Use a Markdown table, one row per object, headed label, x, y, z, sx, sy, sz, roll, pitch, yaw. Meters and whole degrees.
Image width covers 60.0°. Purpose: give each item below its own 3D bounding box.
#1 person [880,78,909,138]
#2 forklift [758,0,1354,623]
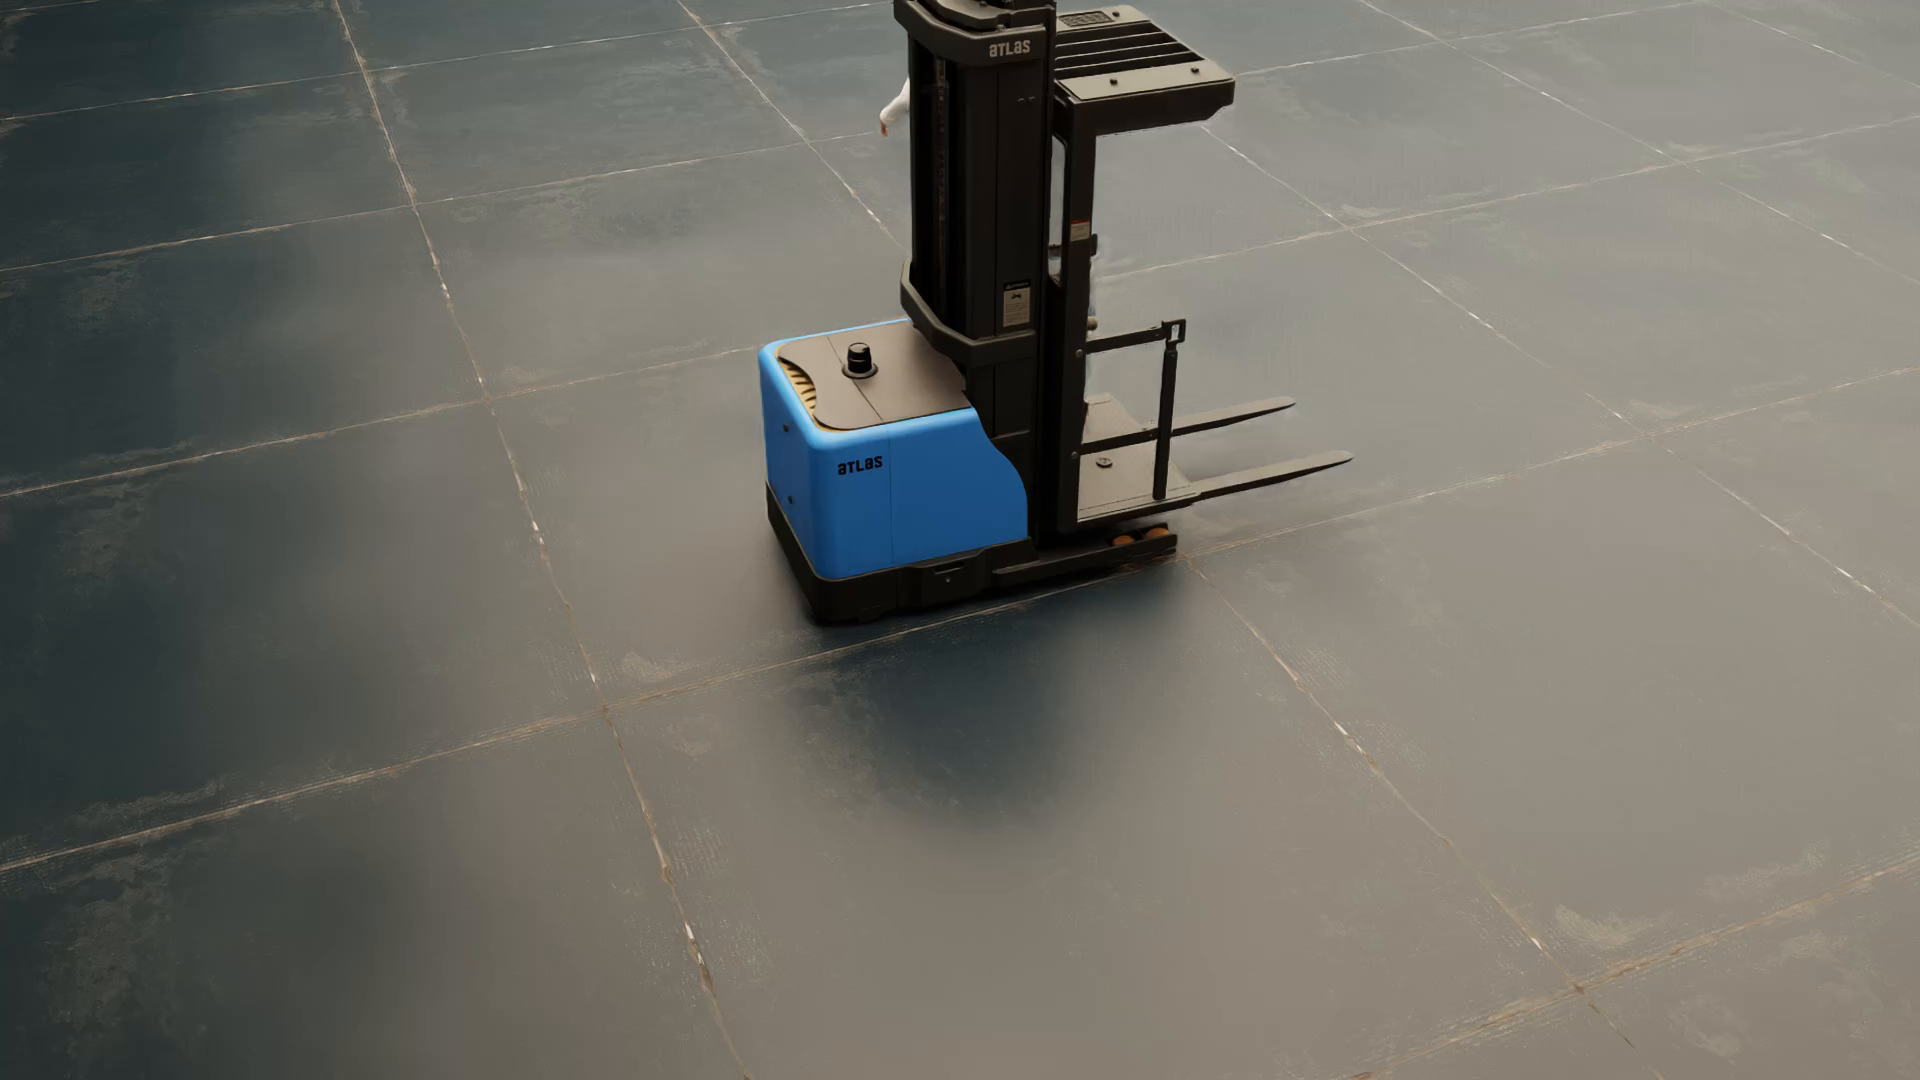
| label | x | y | z | sx | sy | sz | roll | pitch | yaw |
| --- | --- | --- | --- | --- | --- | --- | --- | --- | --- |
| person | -0.015 | -2.543 | 10.691 | 0.880 | 1.762 | 0.697 | -14 | 38 | -19 |
| forklift | 0.569 | -1.324 | 7.960 | 3.031 | 2.935 | 1.130 | -12 | 37 | -17 |
